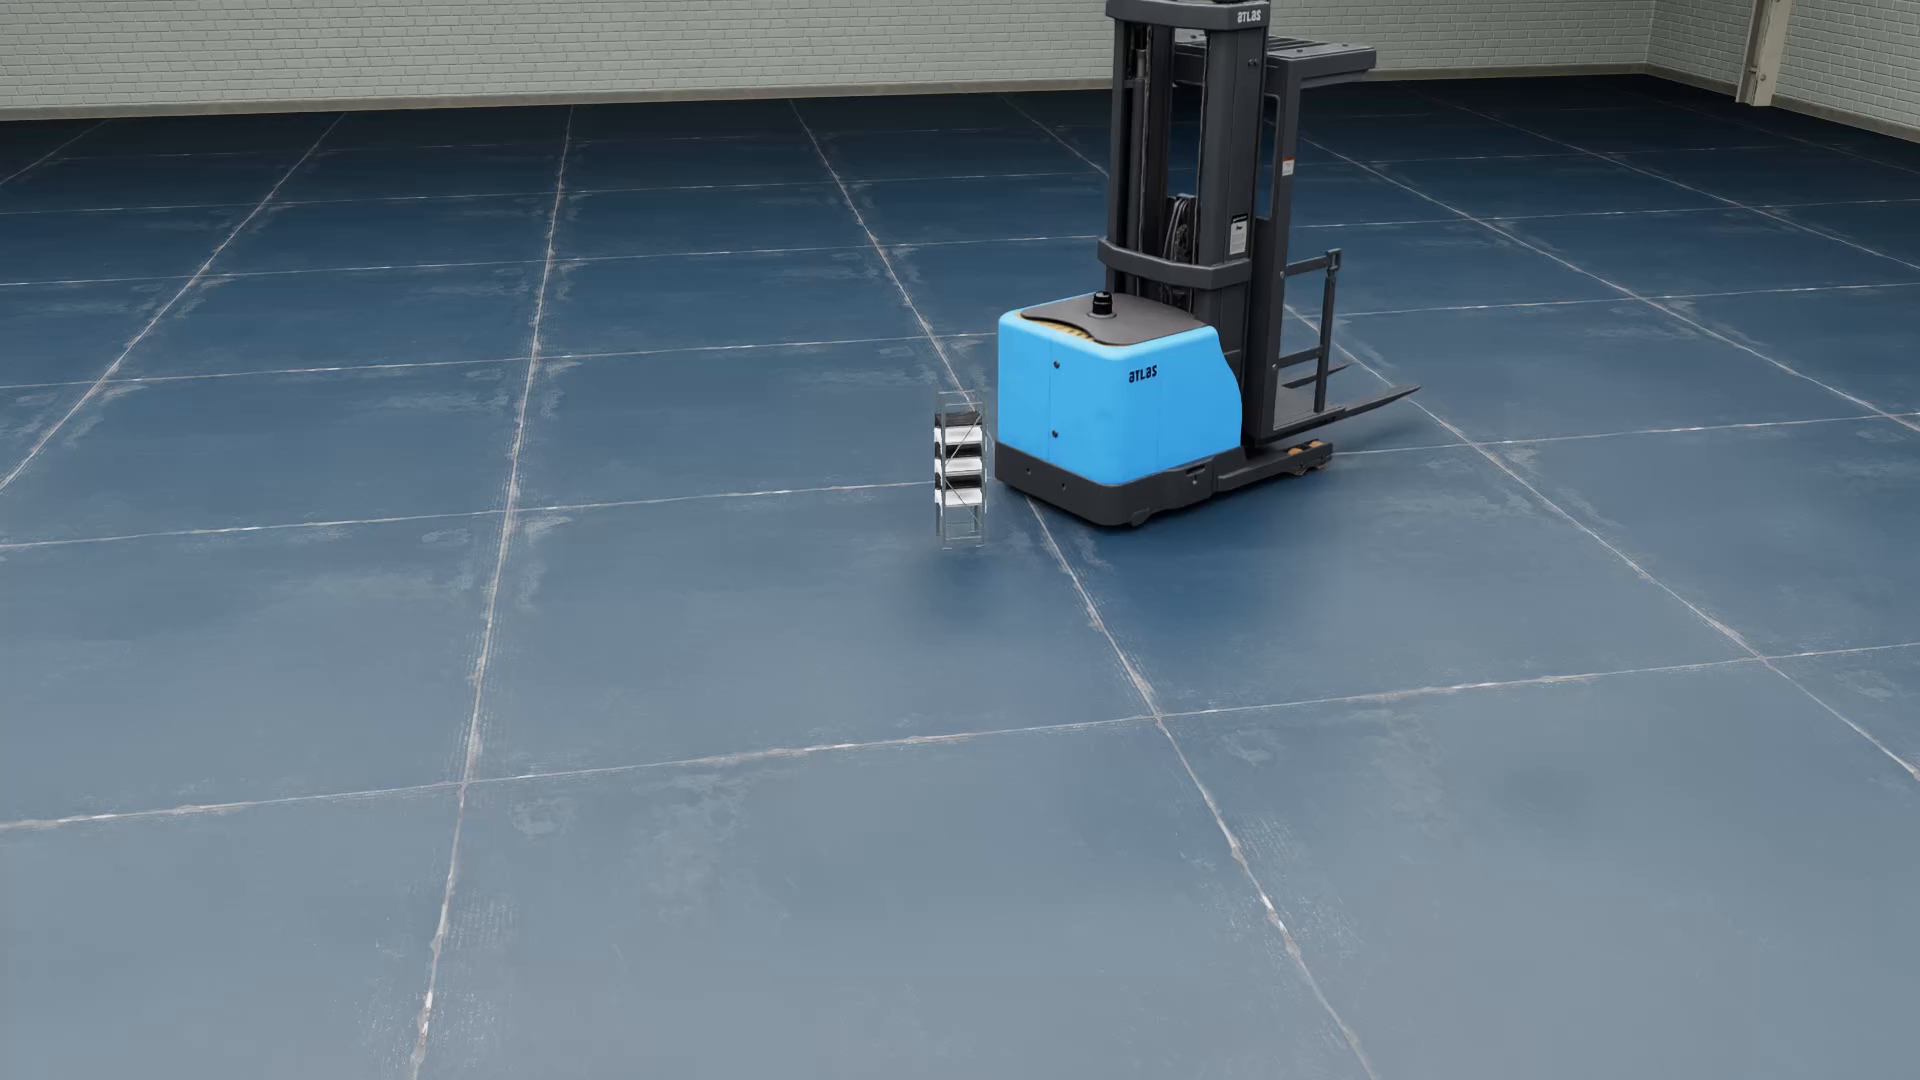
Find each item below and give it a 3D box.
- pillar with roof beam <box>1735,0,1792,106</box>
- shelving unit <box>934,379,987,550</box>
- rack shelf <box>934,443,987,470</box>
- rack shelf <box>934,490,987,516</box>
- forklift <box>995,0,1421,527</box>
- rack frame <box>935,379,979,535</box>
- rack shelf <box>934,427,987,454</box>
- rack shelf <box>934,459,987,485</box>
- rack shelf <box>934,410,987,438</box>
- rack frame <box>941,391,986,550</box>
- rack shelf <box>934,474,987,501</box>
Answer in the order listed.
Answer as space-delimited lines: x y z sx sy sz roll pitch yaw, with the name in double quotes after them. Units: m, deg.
6.835 -9.892 20.655 9.100 9.000 0.400 -4 24 -10 "pillar with roof beam"
0.001 -0.409 9.063 0.258 0.900 0.210 -4 24 -10 "shelving unit"
0.001 -0.461 9.040 0.258 0.077 0.200 -4 24 -10 "rack shelf"
0.001 -0.214 9.148 0.258 0.077 0.200 -4 24 -10 "rack shelf"
1.672 -1.882 9.898 3.031 2.935 1.130 -18 29 -35 "forklift"
-0.017 -0.449 9.154 0.240 0.900 0.006 -4 24 -10 "rack frame"
0.001 -0.544 9.004 0.258 0.077 0.200 -4 24 -10 "rack shelf"
0.001 -0.379 9.076 0.258 0.077 0.200 -4 24 -10 "rack shelf"
0.001 -0.626 8.968 0.258 0.077 0.200 -4 24 -10 "rack shelf"
0.020 -0.369 8.971 0.240 0.900 0.006 -4 24 -10 "rack frame"
0.001 -0.296 9.112 0.258 0.077 0.200 -4 24 -10 "rack shelf"
